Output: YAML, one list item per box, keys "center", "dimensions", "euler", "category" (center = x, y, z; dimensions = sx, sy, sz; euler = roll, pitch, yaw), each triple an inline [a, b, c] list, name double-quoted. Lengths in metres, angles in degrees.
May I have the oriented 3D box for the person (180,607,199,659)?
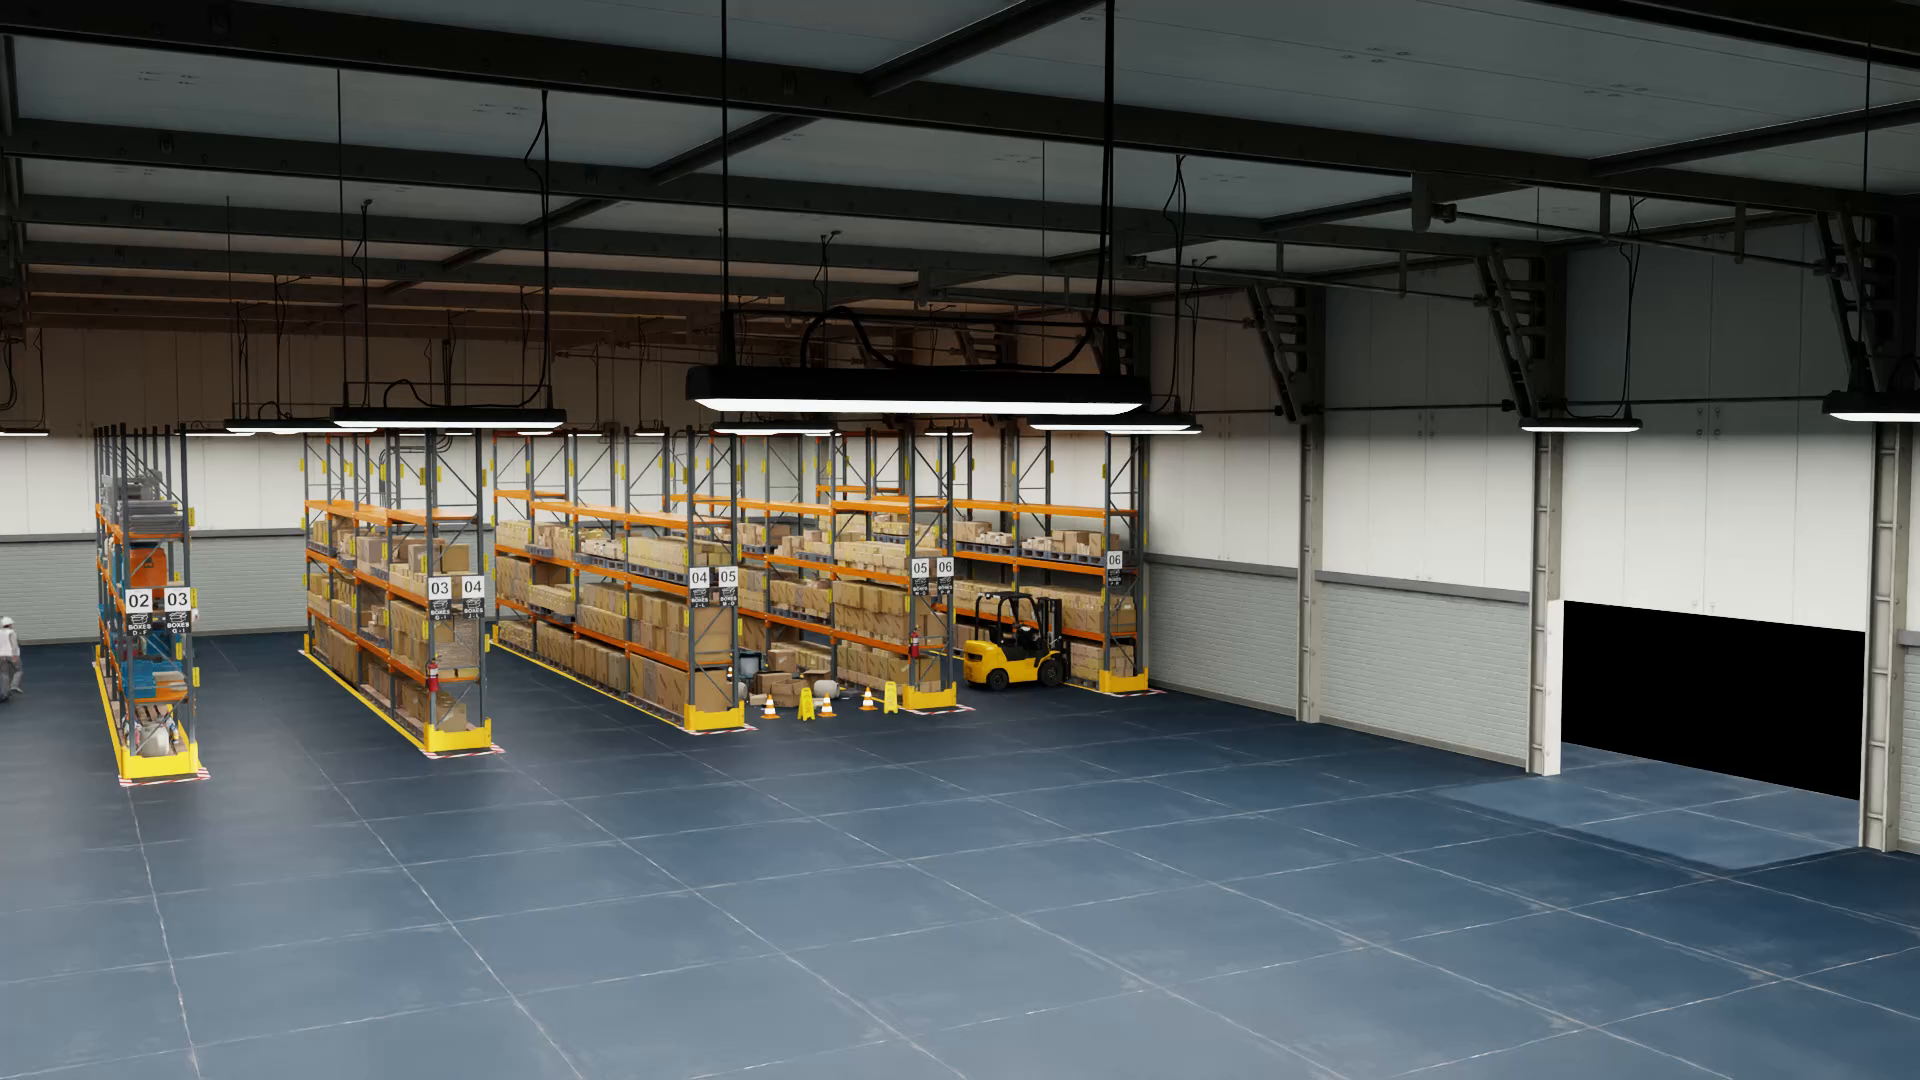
- center: [-20.376, 2.232, 43.608]
  dimensions: [0.817, 1.810, 0.799]
  euler: [2, 4, 30]
  category: "person"

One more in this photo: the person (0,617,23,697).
- center: [-21.133, 2.589, 36.933]
  dimensions: [0.547, 1.750, 0.479]
  euler: [-1, 4, -13]
  category: "person"
